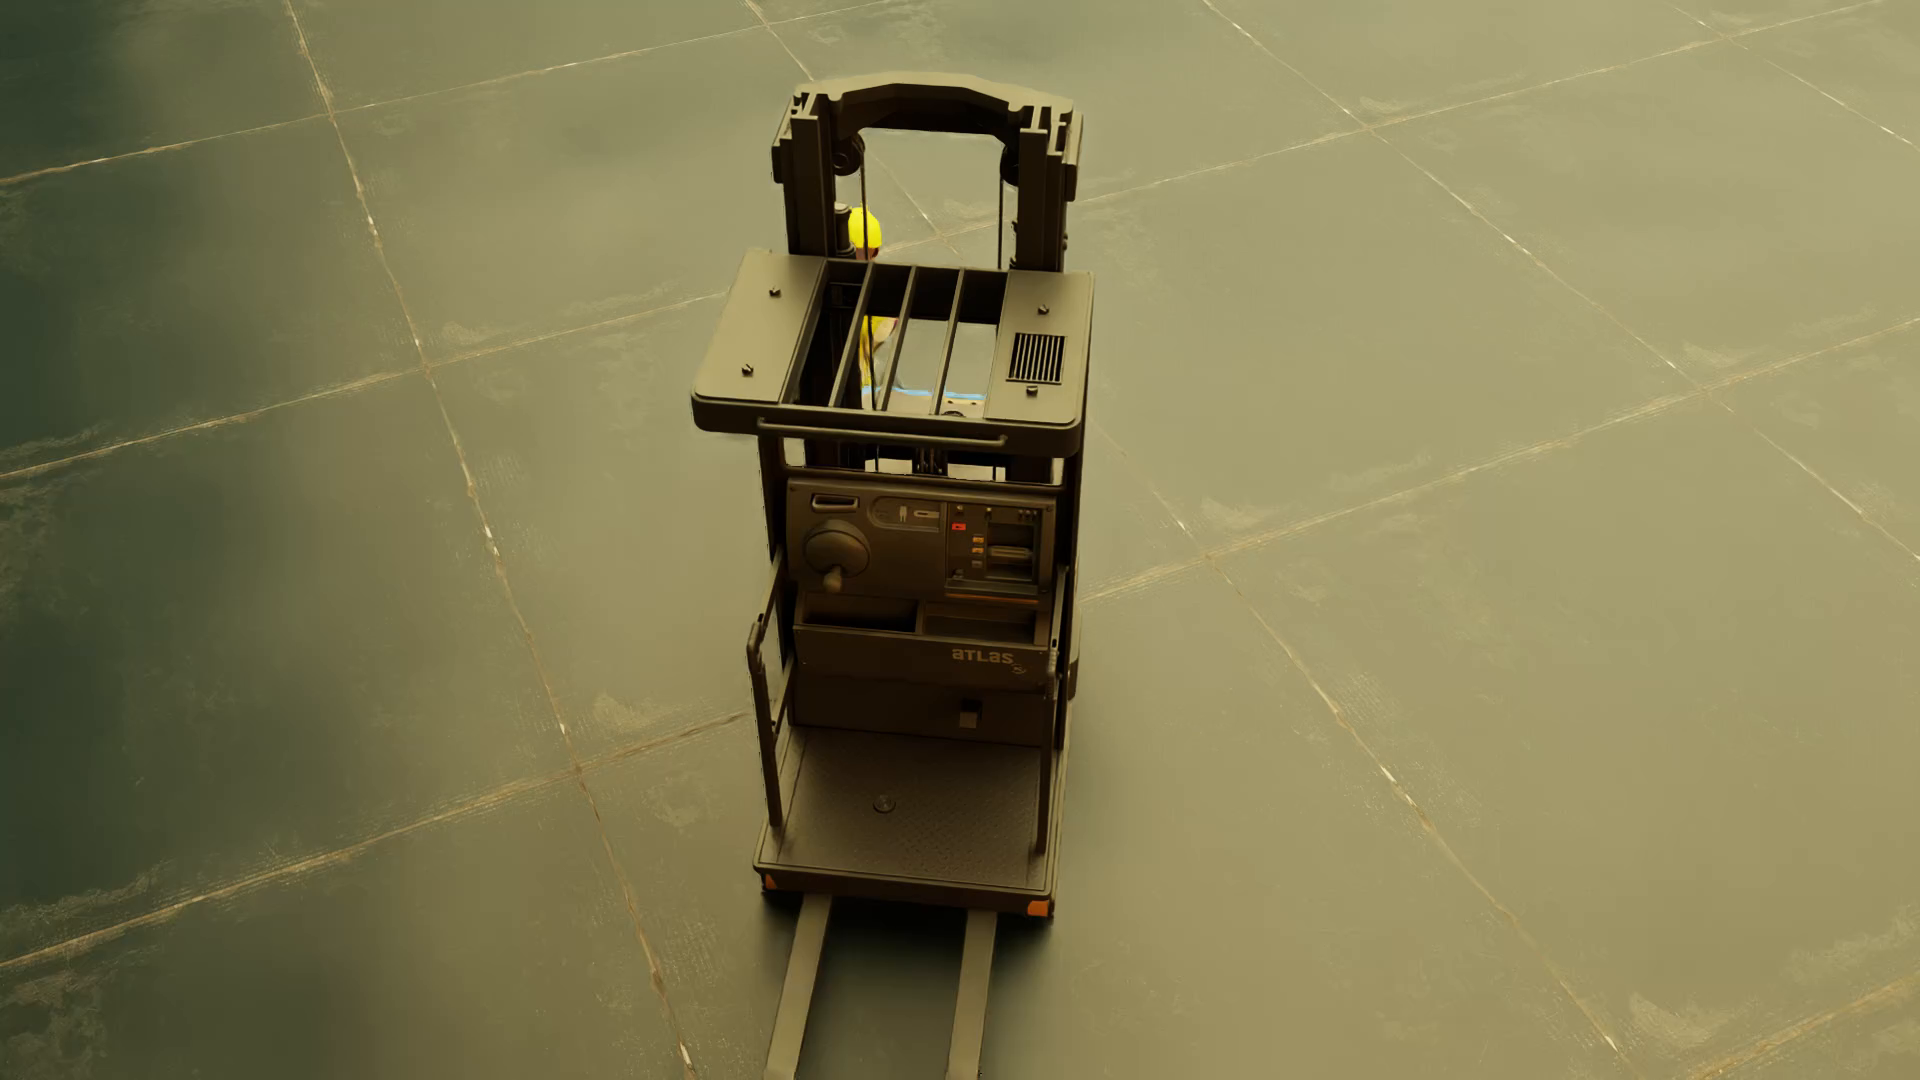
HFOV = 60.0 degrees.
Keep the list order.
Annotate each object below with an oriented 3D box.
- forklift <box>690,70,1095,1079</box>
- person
[{"bbox_3d":[-0.161,0.096,5.577,1.130,2.935,3.031,5,43,5],"label":"forklift"},{"bbox_3d":[-0.544,-0.915,7.666,0.836,1.572,0.808,-8,44,-8],"label":"person"}]
